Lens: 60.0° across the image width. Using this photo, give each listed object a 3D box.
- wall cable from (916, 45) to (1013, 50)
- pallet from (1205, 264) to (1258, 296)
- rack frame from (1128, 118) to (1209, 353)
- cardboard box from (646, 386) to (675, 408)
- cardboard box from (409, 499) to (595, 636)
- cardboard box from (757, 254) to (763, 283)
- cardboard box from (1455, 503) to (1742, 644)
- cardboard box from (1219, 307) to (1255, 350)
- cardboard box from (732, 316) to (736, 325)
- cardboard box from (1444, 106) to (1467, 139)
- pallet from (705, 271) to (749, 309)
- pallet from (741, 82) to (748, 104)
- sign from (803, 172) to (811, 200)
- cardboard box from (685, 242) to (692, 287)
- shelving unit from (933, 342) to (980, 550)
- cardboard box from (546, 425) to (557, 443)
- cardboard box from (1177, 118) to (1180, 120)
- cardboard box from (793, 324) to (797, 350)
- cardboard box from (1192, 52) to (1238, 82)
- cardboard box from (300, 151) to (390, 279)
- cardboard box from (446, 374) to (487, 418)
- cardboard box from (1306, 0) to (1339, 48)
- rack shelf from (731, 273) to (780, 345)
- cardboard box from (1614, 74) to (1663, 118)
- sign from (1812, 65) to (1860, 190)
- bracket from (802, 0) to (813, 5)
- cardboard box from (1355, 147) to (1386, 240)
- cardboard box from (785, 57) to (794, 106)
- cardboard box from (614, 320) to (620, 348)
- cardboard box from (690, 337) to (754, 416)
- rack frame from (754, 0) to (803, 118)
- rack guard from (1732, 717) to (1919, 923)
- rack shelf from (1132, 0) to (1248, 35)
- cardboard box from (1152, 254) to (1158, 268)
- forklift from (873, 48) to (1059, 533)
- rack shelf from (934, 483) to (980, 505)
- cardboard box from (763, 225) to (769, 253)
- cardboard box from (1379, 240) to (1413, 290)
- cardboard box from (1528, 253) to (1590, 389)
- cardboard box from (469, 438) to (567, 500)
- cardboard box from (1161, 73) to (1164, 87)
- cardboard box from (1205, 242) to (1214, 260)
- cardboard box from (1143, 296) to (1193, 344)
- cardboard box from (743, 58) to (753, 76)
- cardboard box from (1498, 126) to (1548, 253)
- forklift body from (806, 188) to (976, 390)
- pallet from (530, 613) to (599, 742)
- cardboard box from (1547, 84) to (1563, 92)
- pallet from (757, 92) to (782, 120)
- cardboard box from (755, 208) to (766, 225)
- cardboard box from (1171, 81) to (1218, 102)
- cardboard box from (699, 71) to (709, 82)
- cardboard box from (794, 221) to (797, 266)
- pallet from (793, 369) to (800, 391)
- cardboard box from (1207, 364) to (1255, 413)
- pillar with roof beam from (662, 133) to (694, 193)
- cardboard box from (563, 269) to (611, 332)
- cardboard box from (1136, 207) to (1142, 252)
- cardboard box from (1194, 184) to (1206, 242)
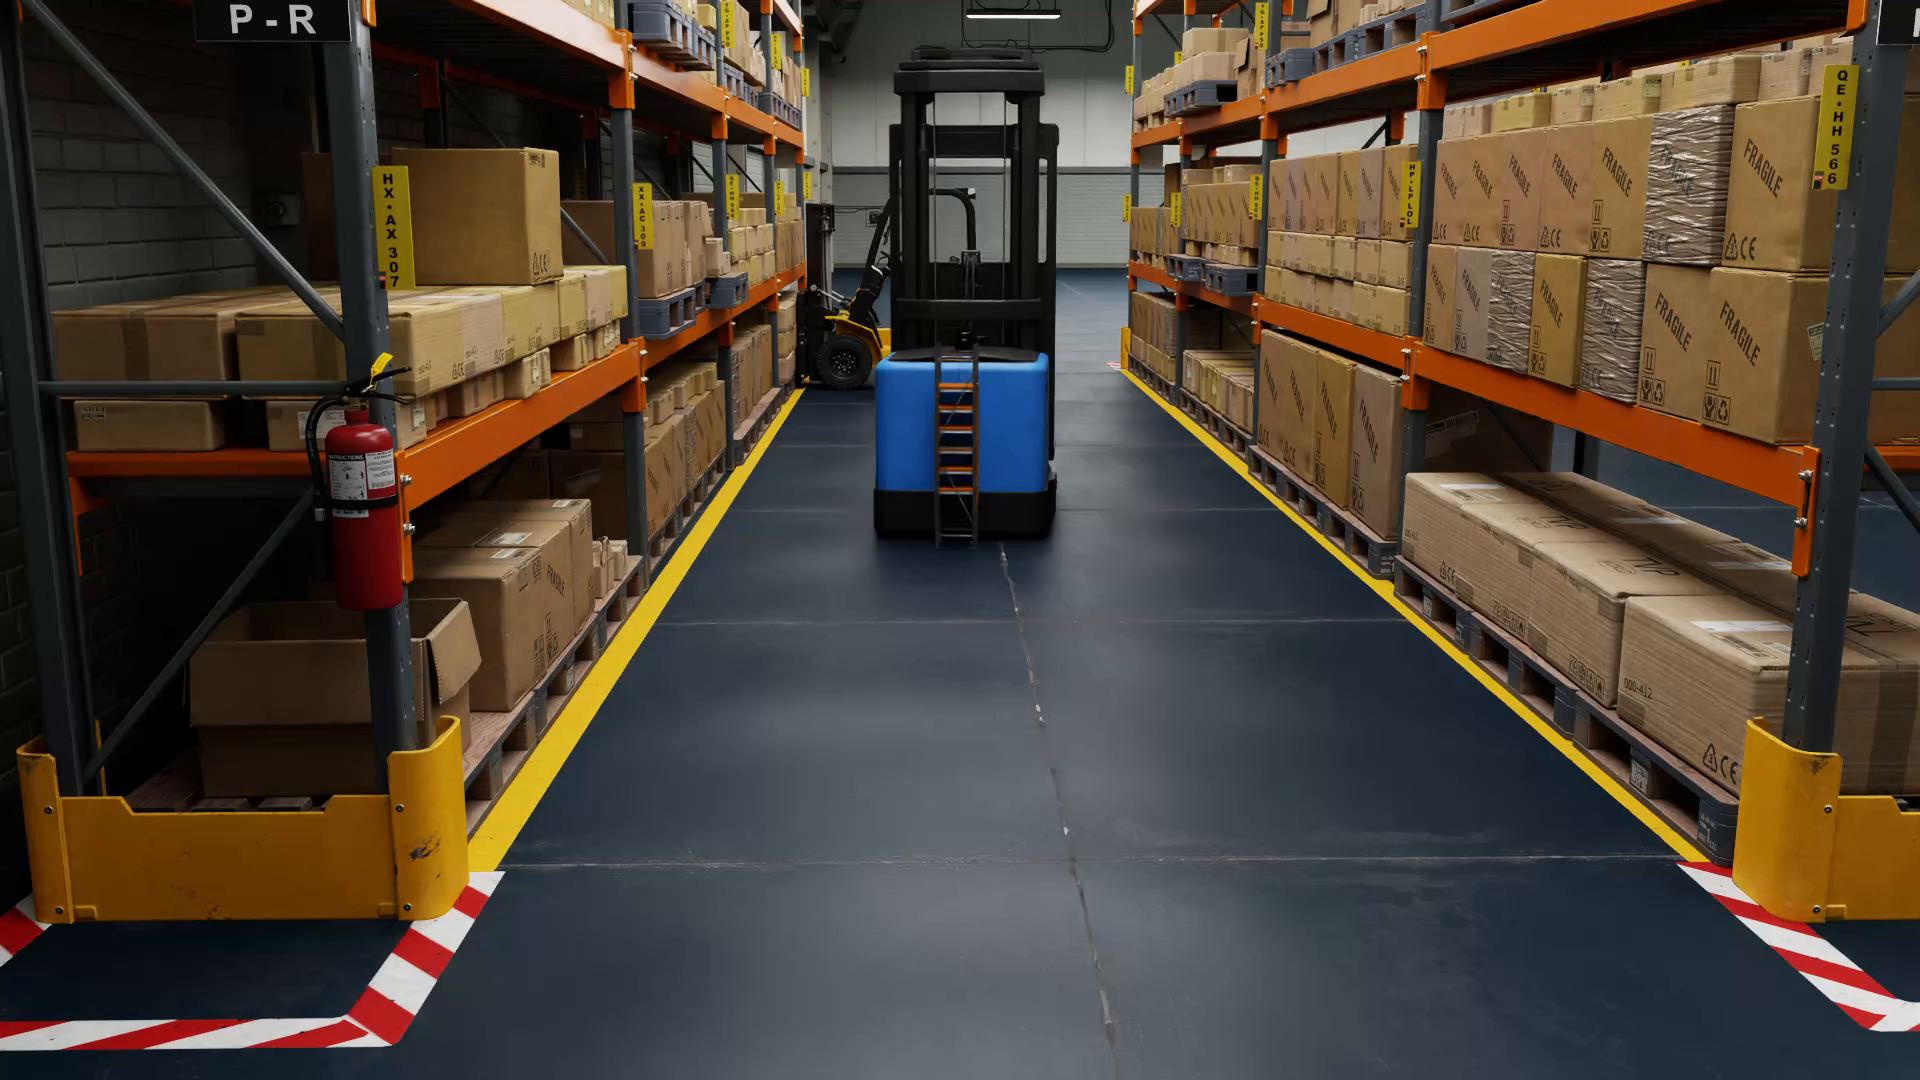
[{"bbox_3d":[0.072,-13.903,51.061,3.097,2.526,0.112,0,11,-1],"label":"wall cable"},{"bbox_3d":[2.619,-2.064,13.169,1.213,0.211,1.003,0,11,-1],"label":"pallet"},{"bbox_3d":[2.575,-3.607,20.293,1.000,3.000,0.127,0,11,-1],"label":"rack frame"},{"bbox_3d":[-2.005,-0.884,10.472,0.380,0.149,0.250,0,11,-1],"label":"cardboard box"},{"bbox_3d":[-1.975,0.116,7.175,0.700,0.500,0.500,-1,11,-3],"label":"cardboard box"},{"bbox_3d":[-2.038,-2.419,14.816,0.500,0.250,0.500,0,11,-1],"label":"cardboard box"},{"bbox_3d":[2.748,0.132,7.253,0.875,0.438,0.875,-1,11,-3],"label":"cardboard box"},{"bbox_3d":[2.915,-2.156,17.114,0.500,0.500,0.500,0,11,2],"label":"cardboard box"},{"bbox_3d":[-2.509,-2.236,16.880,0.500,0.250,0.500,0,11,0],"label":"cardboard box"},{"bbox_3d":[2.570,-2.014,8.046,0.380,0.149,0.250,0,11,-2],"label":"cardboard box"},{"bbox_3d":[-2.138,-1.767,11.706,1.213,0.211,1.003,0,11,-1],"label":"pallet"},{"bbox_3d":[-2.352,-3.730,13.829,1.003,0.211,1.213,0,11,1],"label":"pallet"},{"bbox_3d":[-1.845,-4.269,20.047,0.100,0.325,0.005,0,11,-1],"label":"sign"},{"bbox_3d":[-1.785,-1.618,9.771,0.396,0.266,0.258,0,11,2],"label":"cardboard box"},{"bbox_3d":[-0.019,-0.552,9.764,0.258,1.200,0.189,1,11,4],"label":"shelving unit"},{"bbox_3d":[-2.446,-0.623,9.185,0.380,0.149,0.250,0,11,-1],"label":"cardboard box"},{"bbox_3d":[2.346,-4.220,16.403,0.380,0.149,0.250,0,11,-1],"label":"cardboard box"},{"bbox_3d":[-2.018,-2.191,17.918,0.500,0.250,0.500,0,11,-2],"label":"cardboard box"},{"bbox_3d":[2.313,-4.095,14.478,0.500,0.250,0.500,0,11,-2],"label":"cardboard box"},{"bbox_3d":[-2.375,-1.343,6.877,0.500,0.500,0.500,-1,11,-3],"label":"cardboard box"},{"bbox_3d":[-1.825,-0.501,5.618,0.380,0.149,0.250,0,11,1],"label":"cardboard box"},{"bbox_3d":[2.899,-3.669,11.737,0.797,0.503,0.637,-1,12,-5],"label":"cardboard box"},{"bbox_3d":[-2.264,-2.040,14.381,1.077,0.370,4.000,0,11,-1],"label":"rack shelf"},{"bbox_3d":[2.617,-1.607,6.038,0.380,0.149,0.250,0,11,0],"label":"cardboard box"},{"bbox_3d":[2.363,-1.110,4.479,0.100,0.325,0.005,0,11,-1],"label":"sign"},{"bbox_3d":[-3.283,-11.645,35.771,0.235,0.232,0.430,0,11,-1],"label":"bracket"},{"bbox_3d":[2.544,-1.951,9.365,0.500,0.500,0.500,0,11,0],"label":"cardboard box"},{"bbox_3d":[-2.214,-5.068,18.394,0.700,0.500,0.500,0,11,-1],"label":"cardboard box"},{"bbox_3d":[-1.881,-1.015,8.148,0.380,0.149,0.250,0,11,0],"label":"cardboard box"},{"bbox_3d":[-2.257,-1.425,14.455,0.875,0.625,0.625,-1,11,-4],"label":"cardboard box"},{"bbox_3d":[-2.388,-6.526,19.592,1.000,3.000,0.127,0,11,-1],"label":"rack frame"},{"bbox_3d":[2.906,0.804,4.840,1.175,0.500,0.348,0,11,-1],"label":"rack guard"},{"bbox_3d":[2.616,-5.795,17.808,1.077,0.370,4.000,0,11,-1],"label":"rack shelf"},{"bbox_3d":[2.305,-3.055,18.205,0.380,0.149,0.250,0,11,-1],"label":"cardboard box"},{"bbox_3d":[0.104,-1.720,11.167,1.130,2.935,3.031,1,11,4],"label":"forklift"},{"bbox_3d":[-0.019,-0.274,9.820,0.258,0.103,0.180,1,11,4],"label":"rack shelf"},{"bbox_3d":[-2.021,-2.763,15.255,0.500,0.250,0.500,-1,11,-3],"label":"cardboard box"},{"bbox_3d":[2.571,-1.479,8.927,0.500,0.250,0.500,0,11,-1],"label":"cardboard box"},{"bbox_3d":[2.591,-0.875,6.574,0.500,0.500,0.500,0,11,1],"label":"cardboard box"},{"bbox_3d":[-2.446,-0.277,9.112,0.500,0.500,0.500,0,11,-1],"label":"cardboard box"},{"bbox_3d":[2.339,-4.869,17.597,0.380,0.149,0.250,0,11,0],"label":"cardboard box"},{"bbox_3d":[2.352,-2.524,14.531,0.380,0.149,0.250,0,11,1],"label":"cardboard box"},{"bbox_3d":[2.333,-2.463,18.627,0.500,0.500,0.500,0,11,0],"label":"cardboard box"},{"bbox_3d":[-1.963,-4.022,14.117,0.380,0.149,0.250,0,11,-2],"label":"cardboard box"},{"bbox_3d":[2.594,-1.462,6.957,0.500,0.500,0.500,0,11,0],"label":"cardboard box"},{"bbox_3d":[-0.525,-2.800,18.452,2.313,2.155,1.214,0,11,-1],"label":"forklift body"},{"bbox_3d":[-2.098,0.546,6.837,1.003,0.211,1.213,0,11,-1],"label":"pallet"},{"bbox_3d":[7.275,-5.347,19.649,0.500,0.250,0.500,0,11,-1],"label":"cardboard box"},{"bbox_3d":[-2.349,-4.387,16.815,1.003,0.211,1.213,0,11,-1],"label":"pallet"},{"bbox_3d":[-1.962,-2.939,15.116,0.380,0.149,0.250,-1,11,-3],"label":"cardboard box"},{"bbox_3d":[2.379,-4.441,16.489,0.500,0.250,0.500,0,11,-2],"label":"cardboard box"},{"bbox_3d":[-1.958,-3.191,11.076,0.500,0.250,0.500,0,11,-1],"label":"cardboard box"},{"bbox_3d":[-2.103,-3.333,18.691,0.500,0.500,0.500,0,11,-2],"label":"cardboard box"},{"bbox_3d":[-2.308,-1.825,18.525,1.003,0.211,1.213,0,11,-1],"label":"pallet"},{"bbox_3d":[2.705,-1.344,14.693,0.950,0.372,0.625,0,11,1],"label":"cardboard box"},{"bbox_3d":[1.030,-6.401,18.979,9.100,9.000,0.400,0,11,-1],"label":"pillar with roof beam"},{"bbox_3d":[-1.860,-1.073,7.431,0.500,0.250,0.500,0,11,-1],"label":"cardboard box"},{"bbox_3d":[2.321,-3.603,19.276,0.500,0.500,0.500,0,11,1],"label":"cardboard box"},{"bbox_3d":[2.388,-2.920,14.851,0.500,0.500,0.500,0,11,-1],"label":"cardboard box"}]
